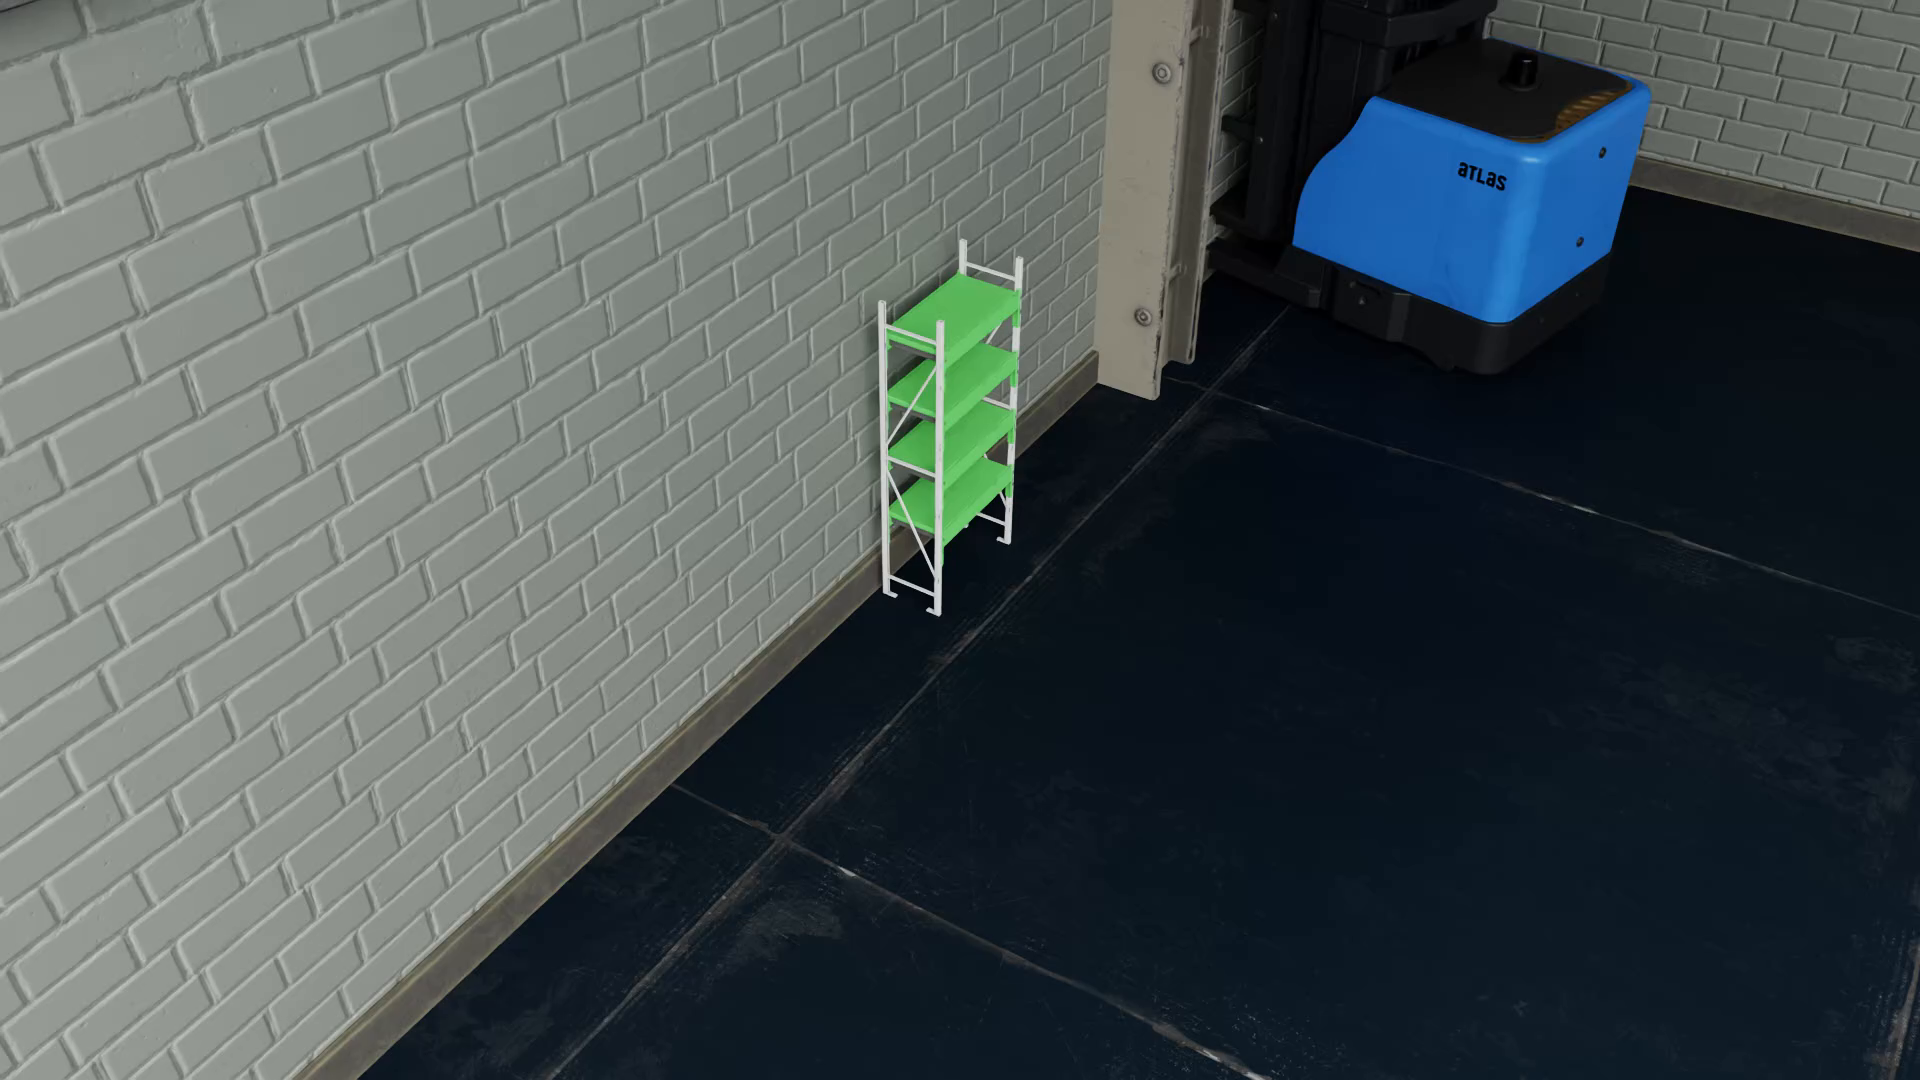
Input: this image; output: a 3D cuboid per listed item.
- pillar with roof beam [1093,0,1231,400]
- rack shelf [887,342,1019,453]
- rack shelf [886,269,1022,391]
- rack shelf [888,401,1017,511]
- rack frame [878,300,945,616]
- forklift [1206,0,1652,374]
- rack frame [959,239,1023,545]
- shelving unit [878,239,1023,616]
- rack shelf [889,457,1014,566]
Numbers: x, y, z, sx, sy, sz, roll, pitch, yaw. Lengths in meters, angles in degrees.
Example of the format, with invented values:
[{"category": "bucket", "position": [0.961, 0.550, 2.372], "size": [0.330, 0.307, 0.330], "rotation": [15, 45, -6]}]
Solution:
[{"category": "pillar with roof beam", "position": [4.428, -2.895, 2.635], "size": [9.100, 9.000, 0.400], "rotation": [21, 42, 25]}, {"category": "rack shelf", "position": [-0.032, -0.510, 5.636], "size": [0.258, 0.148, 0.480], "rotation": [22, 43, 24]}, {"category": "rack shelf", "position": [-0.028, -0.698, 5.488], "size": [0.258, 0.148, 0.480], "rotation": [22, 43, 24]}, {"category": "rack shelf", "position": [-0.035, -0.321, 5.784], "size": [0.258, 0.148, 0.480], "rotation": [22, 43, 24]}, {"category": "rack frame", "position": [-0.163, -0.245, 5.581], "size": [0.240, 1.200, 0.015], "rotation": [22, 43, 24]}, {"category": "forklift", "position": [1.524, -2.653, 7.291], "size": [3.031, 2.935, 1.130], "rotation": [31, 47, 34]}, {"category": "rack frame", "position": [0.094, -0.498, 5.909], "size": [0.240, 1.200, 0.015], "rotation": [22, 43, 24]}, {"category": "shelving unit", "position": [-0.034, -0.371, 5.745], "size": [0.258, 1.200, 0.503], "rotation": [22, 43, 24]}, {"category": "rack shelf", "position": [-0.039, -0.133, 5.933], "size": [0.258, 0.148, 0.480], "rotation": [22, 43, 24]}]
